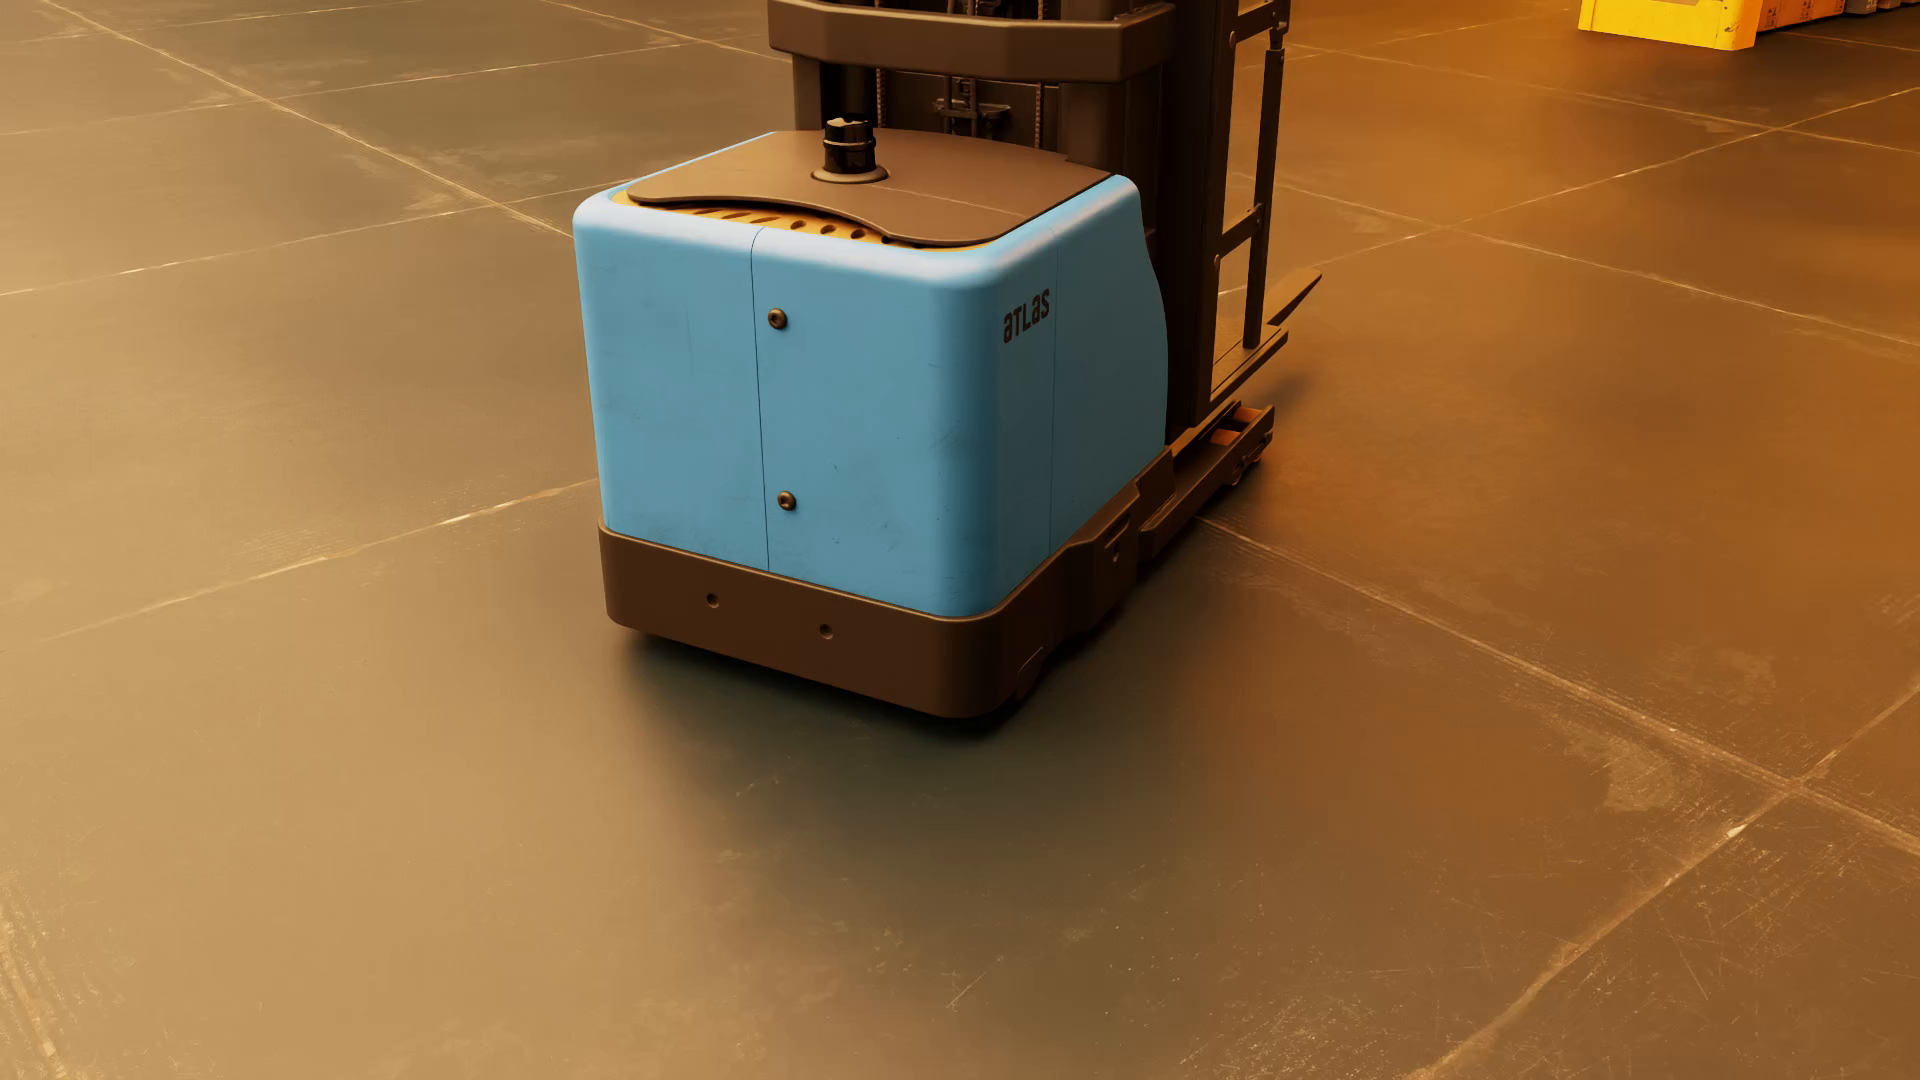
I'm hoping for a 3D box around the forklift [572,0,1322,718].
[{"bbox_3d":[0.285,-1.552,4.331,1.130,2.935,3.031,13,29,25],"label":"forklift"}]
